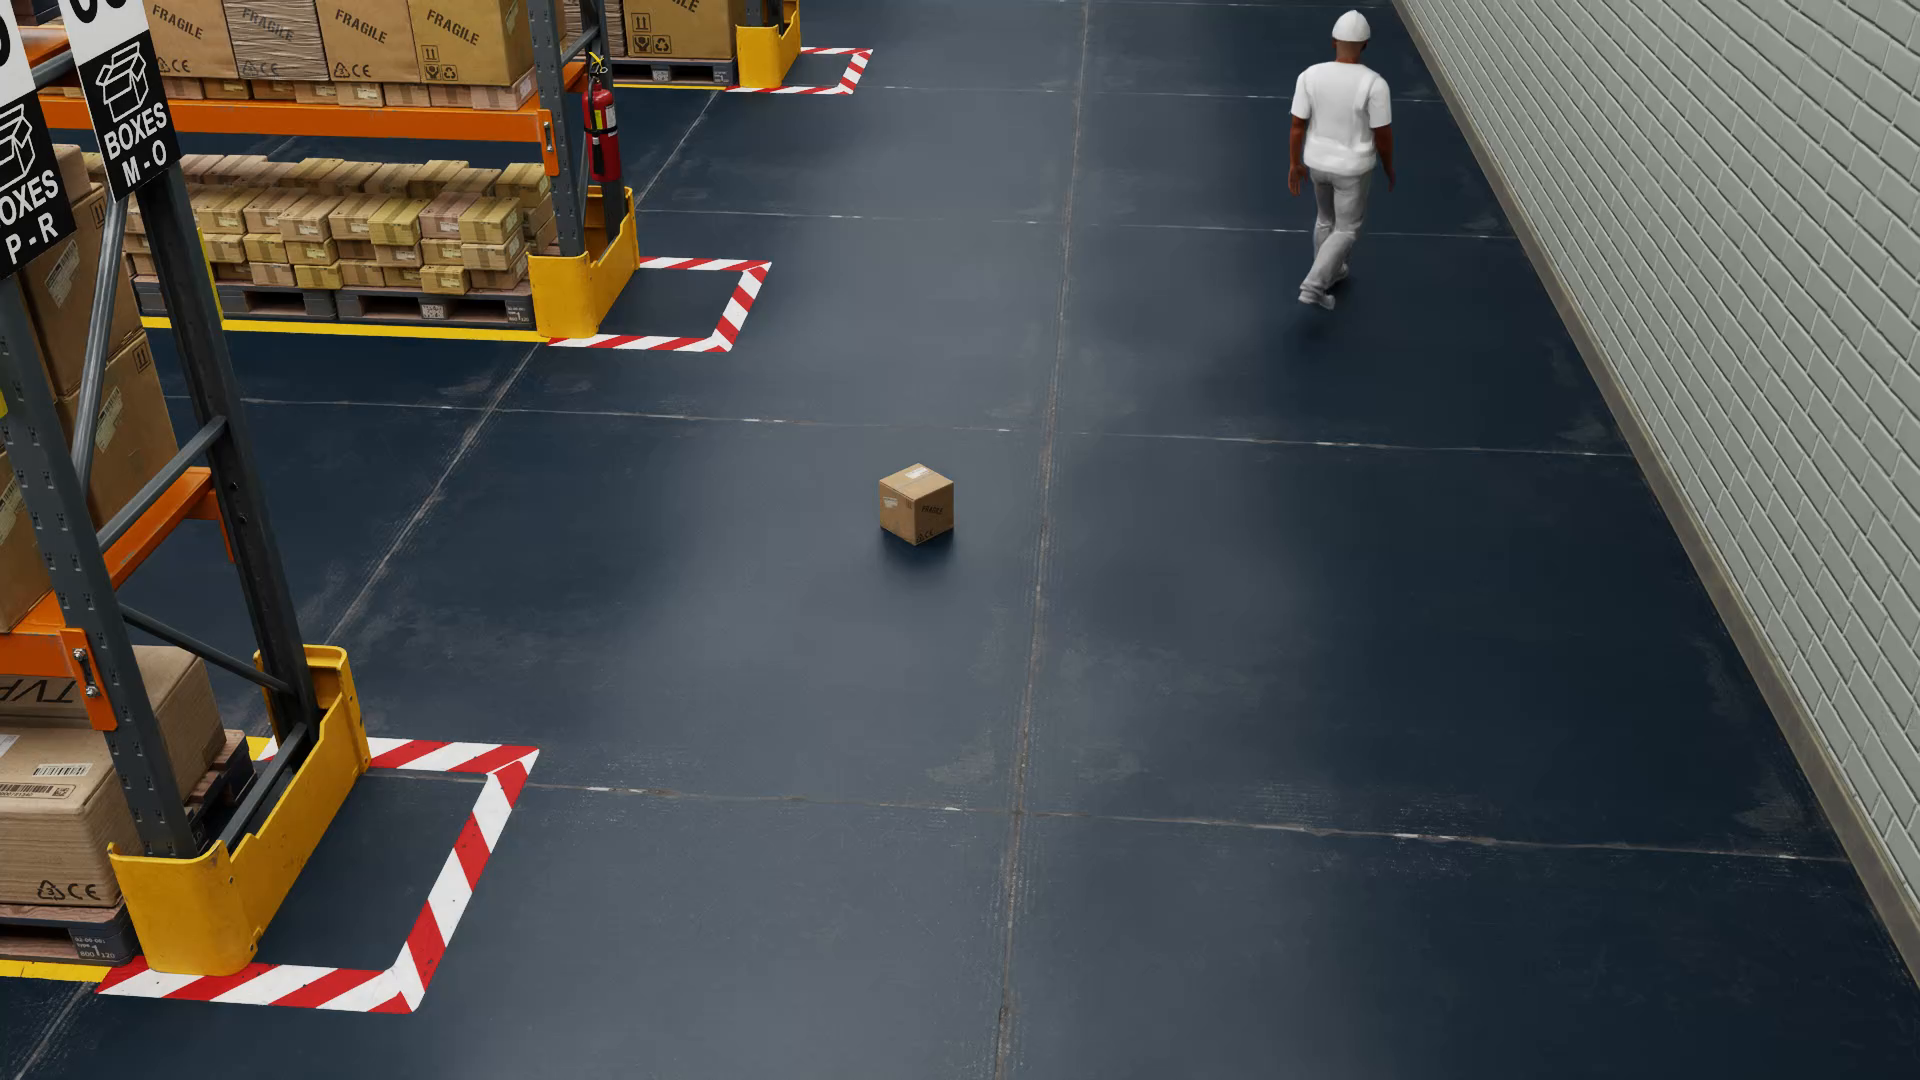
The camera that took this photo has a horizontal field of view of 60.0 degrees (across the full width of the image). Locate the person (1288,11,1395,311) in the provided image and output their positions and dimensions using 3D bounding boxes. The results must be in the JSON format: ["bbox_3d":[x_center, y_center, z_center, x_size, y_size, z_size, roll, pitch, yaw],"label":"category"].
[{"bbox_3d":[2.211,-2.181,9.638,0.579,1.738,0.926,22,38,32],"label":"person"}]
